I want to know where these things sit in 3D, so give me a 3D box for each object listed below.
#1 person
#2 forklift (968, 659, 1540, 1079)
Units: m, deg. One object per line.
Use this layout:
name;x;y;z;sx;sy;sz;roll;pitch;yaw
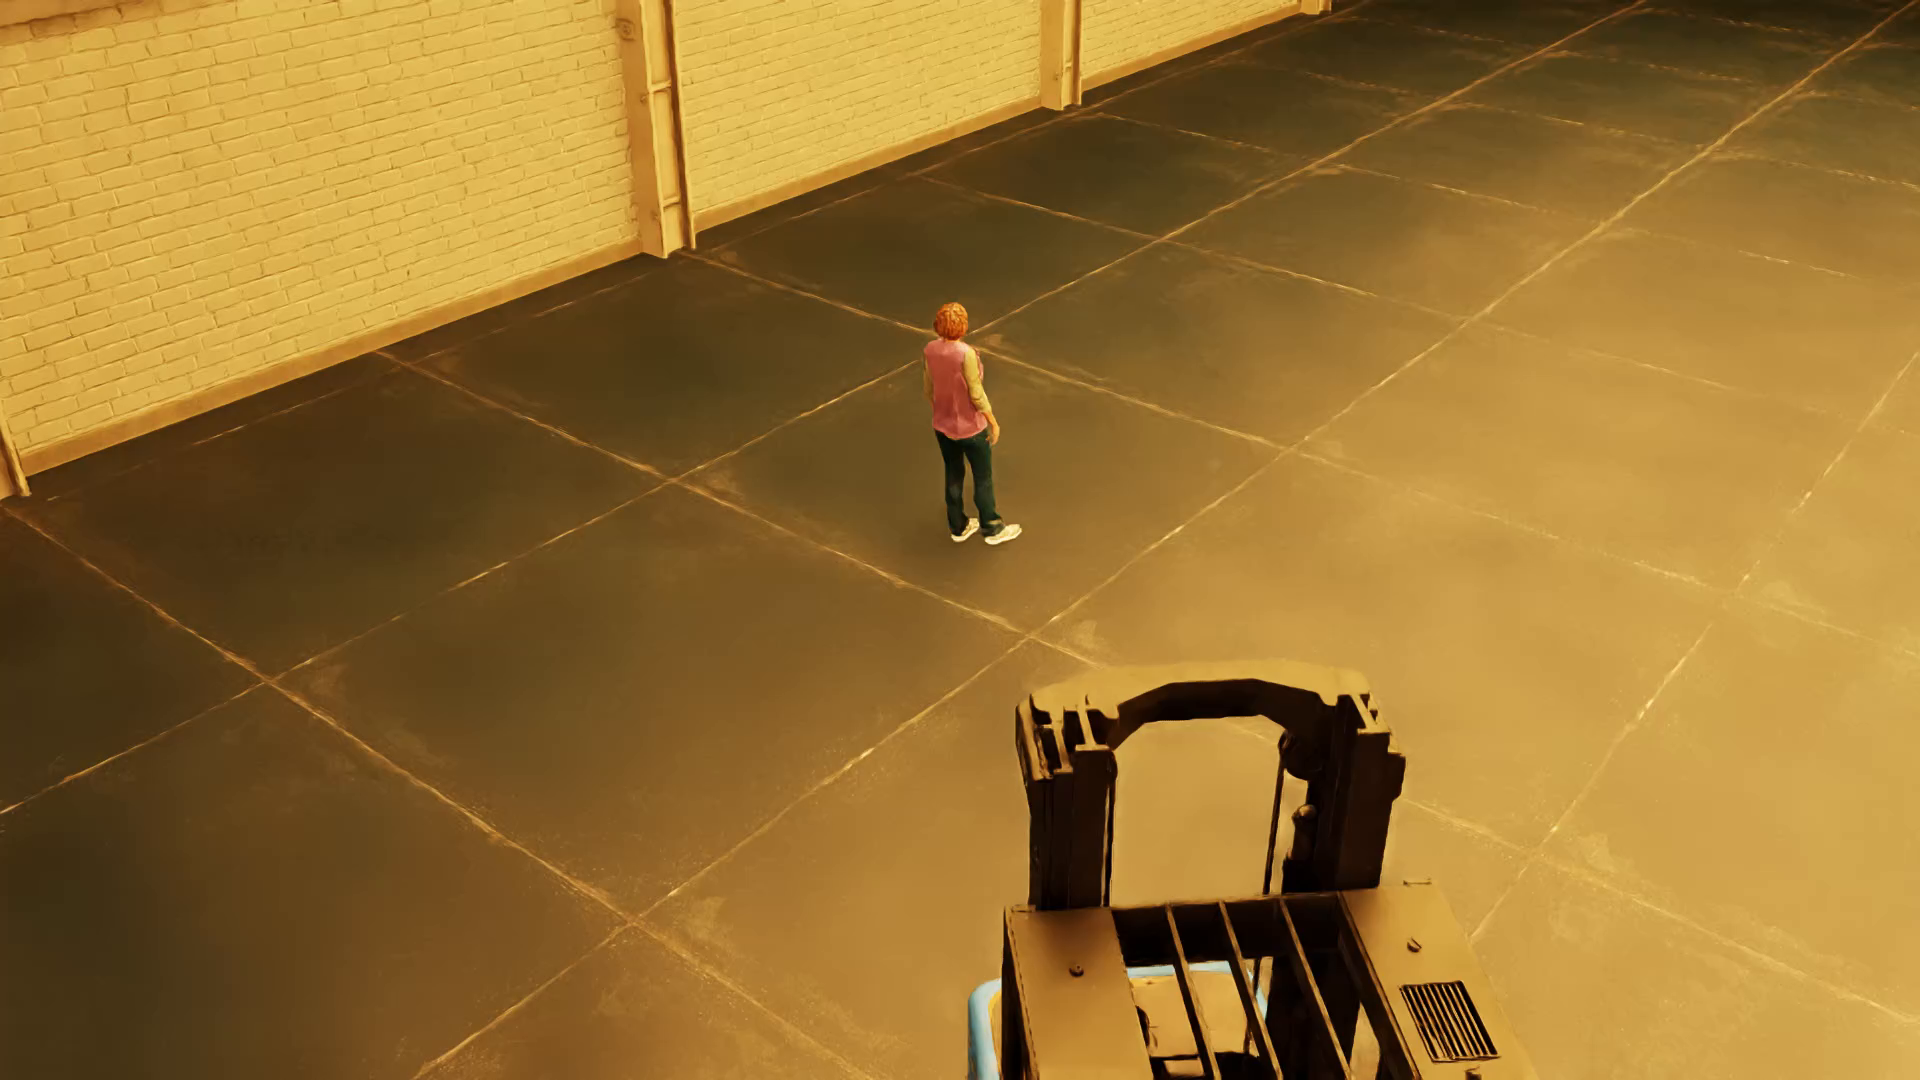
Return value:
person;0.057;-0.720;10.136;0.520;1.597;0.474;22;37;33
forklift;0.674;1.902;4.339;1.130;2.935;3.031;-3;30;-5
